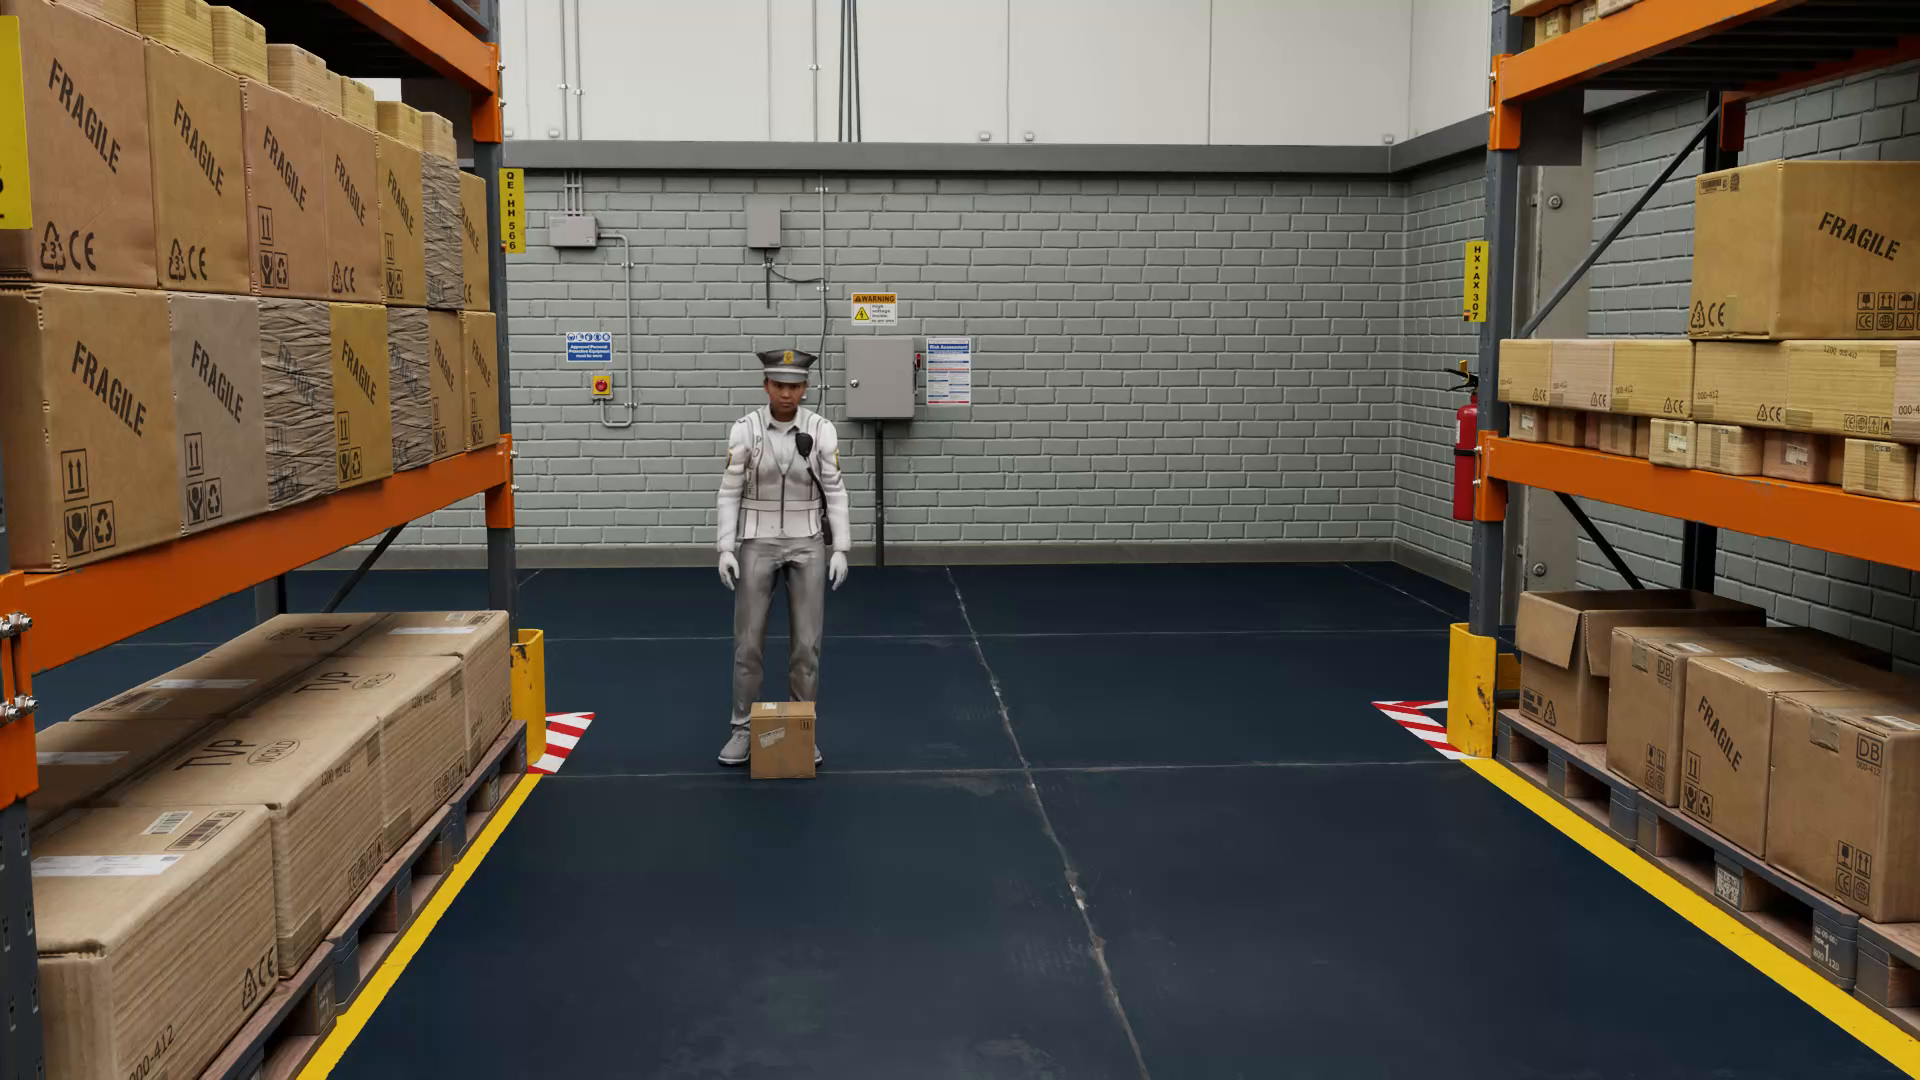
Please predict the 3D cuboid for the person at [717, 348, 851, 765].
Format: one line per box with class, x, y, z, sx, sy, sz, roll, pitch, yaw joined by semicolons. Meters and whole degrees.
person;-0.713;0.062;6.719;0.545;1.667;0.407;-1;7;-6
